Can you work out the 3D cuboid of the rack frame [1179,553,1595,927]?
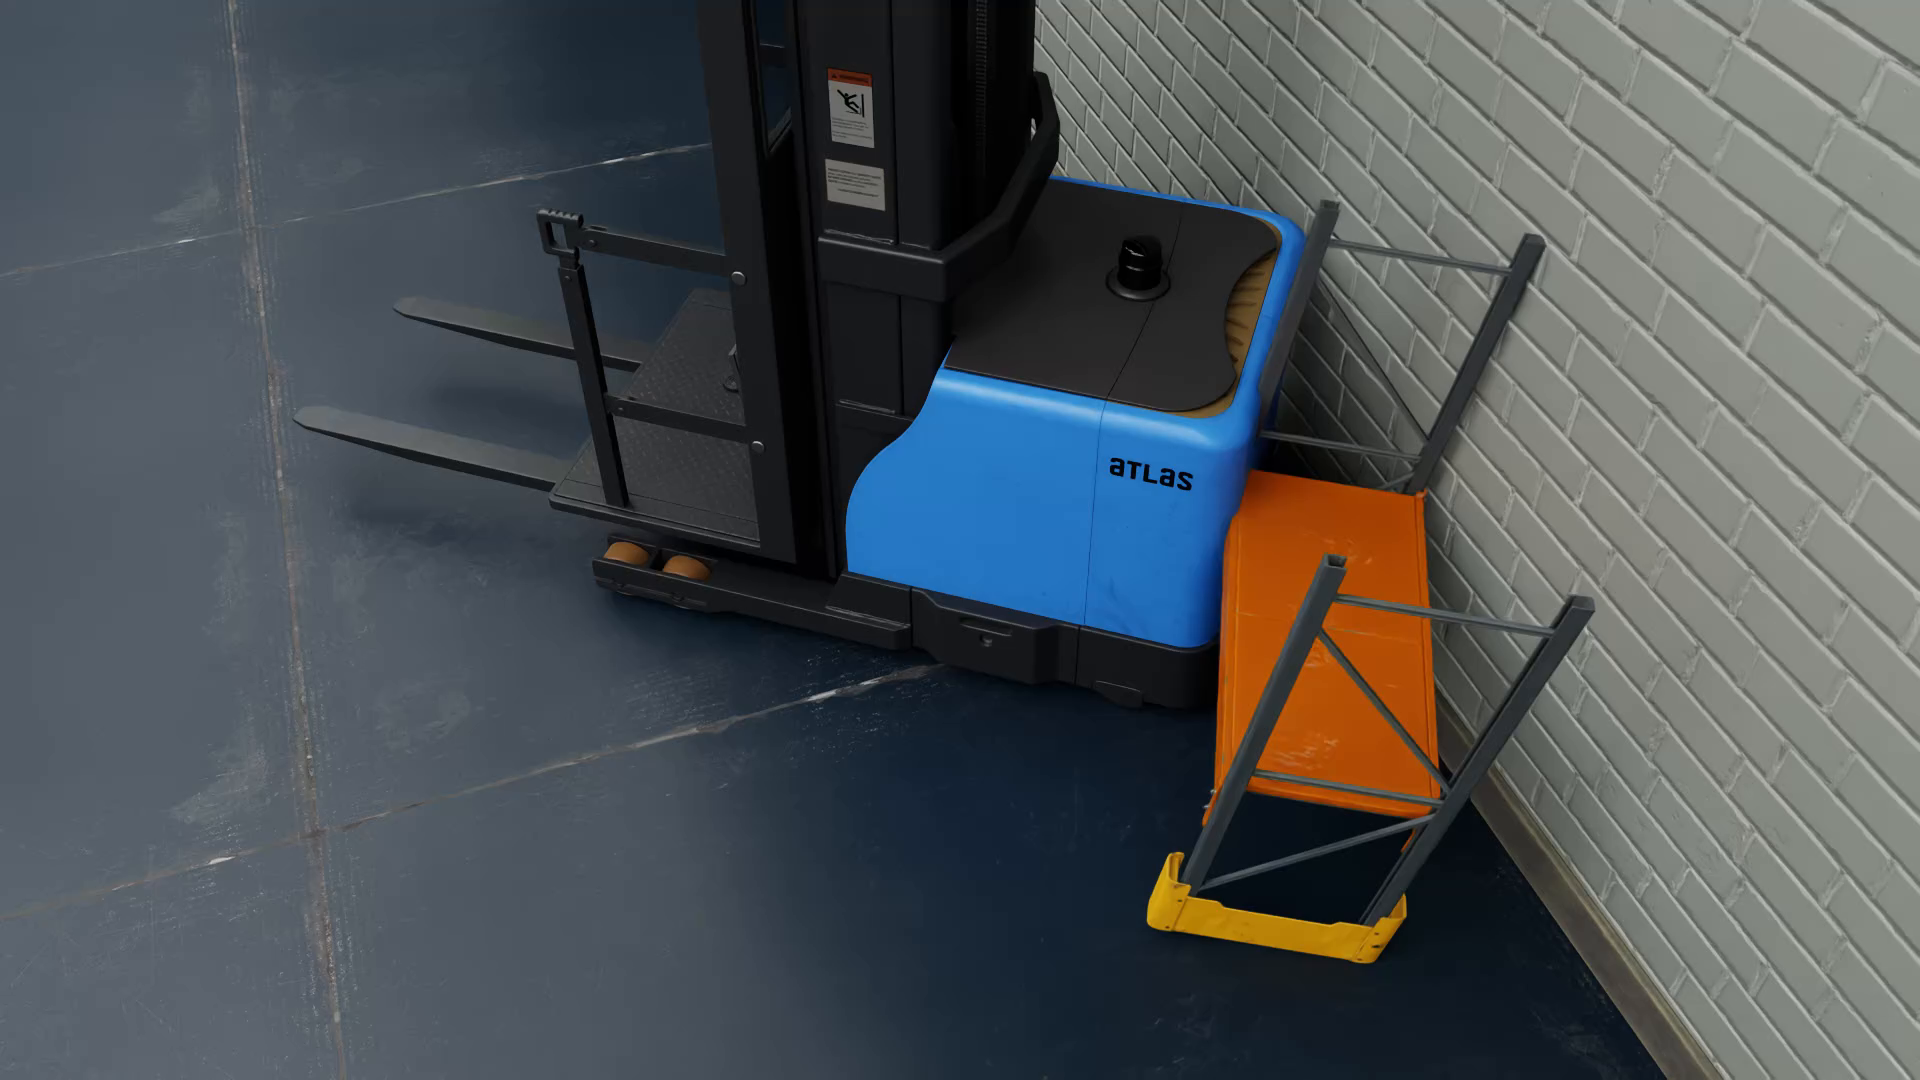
[{"bbox_3d":[0.837,0.542,3.621,0.500,1.500,0.032,9,51,0],"label":"rack frame"}]

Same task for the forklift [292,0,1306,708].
[{"bbox_3d":[-0.597,-1.168,4.345,3.031,2.935,1.130,13,46,12],"label":"forklift"}]

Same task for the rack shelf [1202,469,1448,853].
[{"bbox_3d":[0.886,0.263,4.081,0.538,0.185,1.000,9,51,0],"label":"rack shelf"}]

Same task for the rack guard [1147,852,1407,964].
[{"bbox_3d":[0.777,0.914,4.120,0.587,0.250,0.087,9,51,0],"label":"rack guard"}]

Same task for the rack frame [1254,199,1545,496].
[{"bbox_3d":[0.970,-0.238,4.260,0.500,1.500,0.032,9,51,0],"label":"rack frame"}]

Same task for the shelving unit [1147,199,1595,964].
[{"bbox_3d":[0.905,0.145,3.946,0.587,1.500,1.083,9,51,0],"label":"shelving unit"}]
